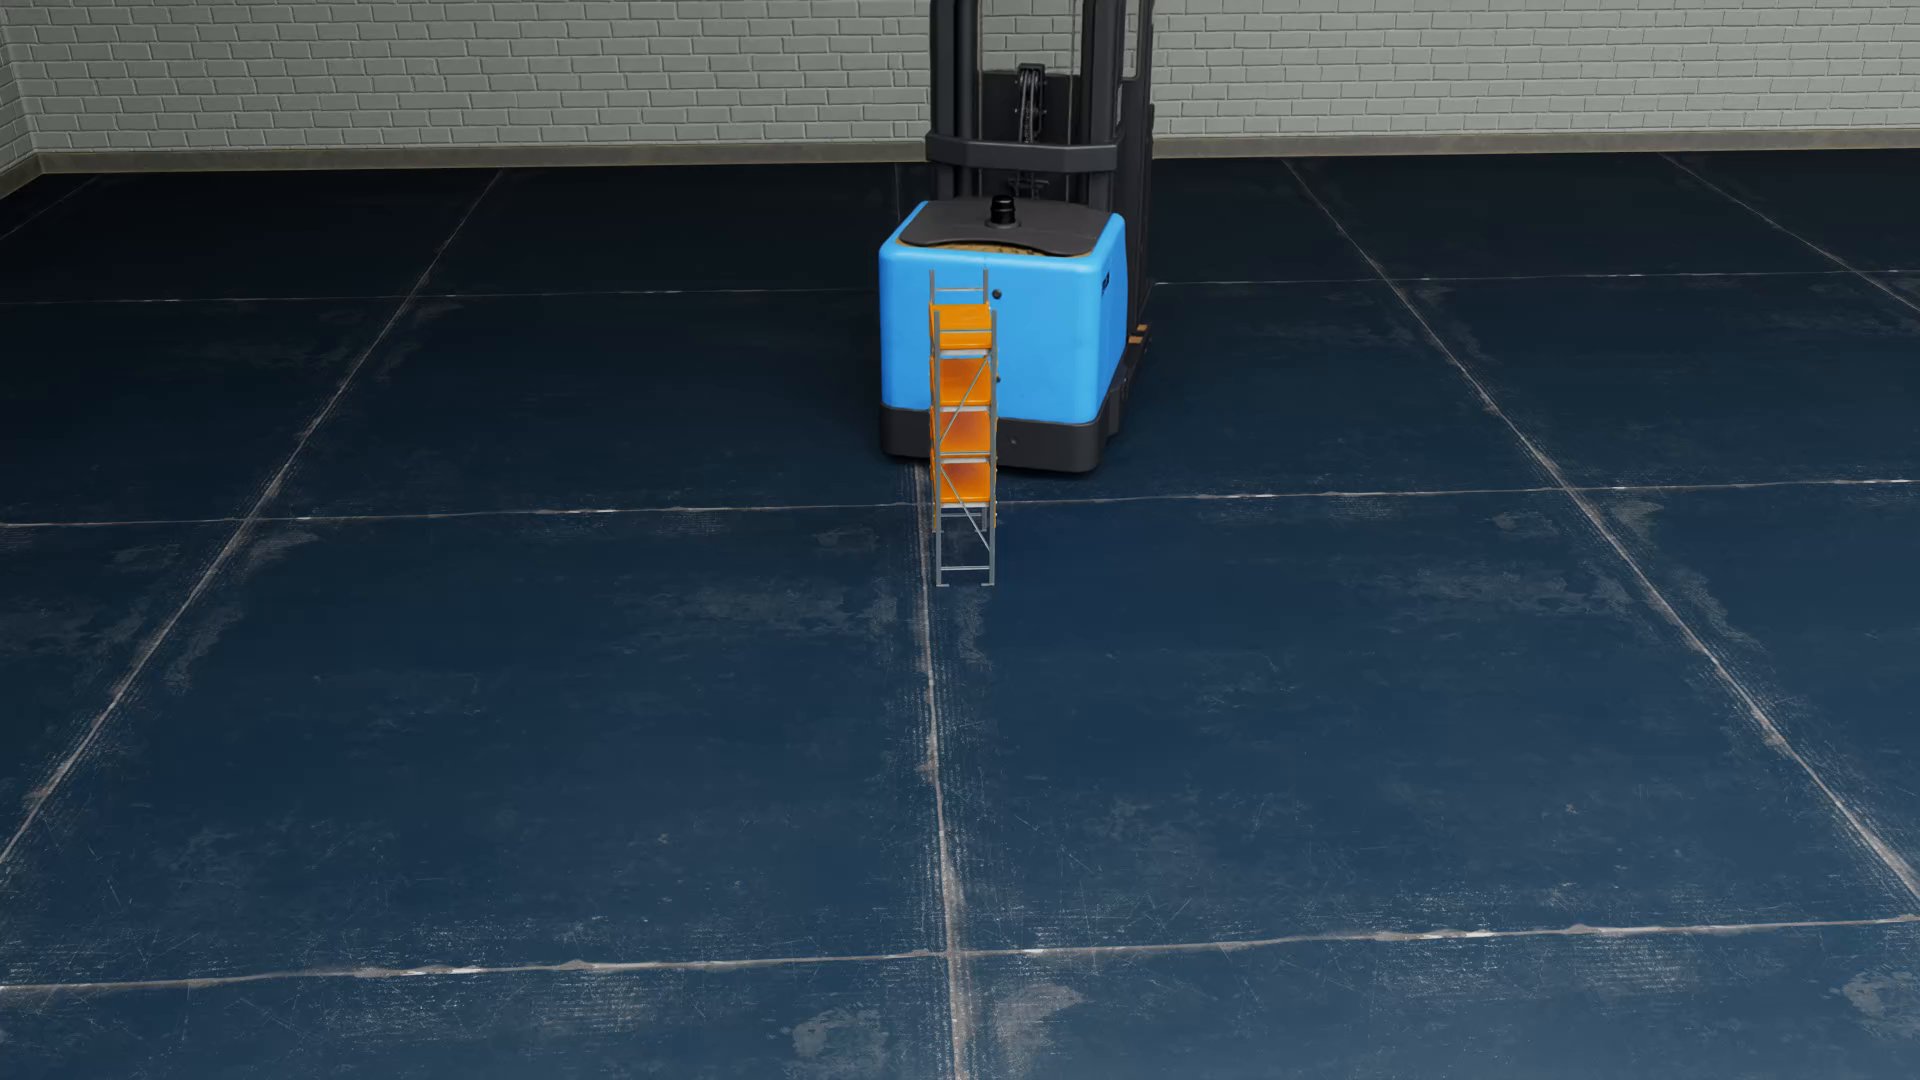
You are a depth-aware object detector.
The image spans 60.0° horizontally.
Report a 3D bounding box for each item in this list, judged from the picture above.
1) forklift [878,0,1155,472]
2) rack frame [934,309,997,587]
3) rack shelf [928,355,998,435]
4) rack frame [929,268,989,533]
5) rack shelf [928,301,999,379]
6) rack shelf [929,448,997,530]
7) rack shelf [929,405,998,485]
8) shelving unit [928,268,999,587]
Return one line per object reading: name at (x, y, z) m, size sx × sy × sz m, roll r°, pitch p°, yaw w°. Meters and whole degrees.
forklift at (0.449, -2.275, 8.442) m, size 1.130 × 2.935 × 3.031 m, roll 6°, pitch 28°, yaw 12°
rack frame at (0.021, -0.343, 6.610) m, size 0.240 × 1.200 × 0.015 m, roll -1°, pitch 28°, yaw -3°
rack shelf at (0.009, -0.594, 6.754) m, size 0.258 × 0.148 × 0.480 m, roll -1°, pitch 28°, yaw -3°
rack frame at (-0.004, -0.568, 7.042) m, size 0.240 × 1.200 × 0.015 m, roll -1°, pitch 28°, yaw -3°
rack shelf at (0.009, -0.804, 6.644) m, size 0.258 × 0.148 × 0.480 m, roll -1°, pitch 28°, yaw -3°
rack shelf at (0.009, -0.220, 6.949) m, size 0.258 × 0.148 × 0.480 m, roll -1°, pitch 28°, yaw -3°
rack shelf at (0.009, -0.396, 6.857) m, size 0.258 × 0.148 × 0.480 m, roll -1°, pitch 28°, yaw -3°
shelving unit at (0.009, -0.456, 6.826) m, size 0.258 × 1.200 × 0.503 m, roll -1°, pitch 28°, yaw -3°
